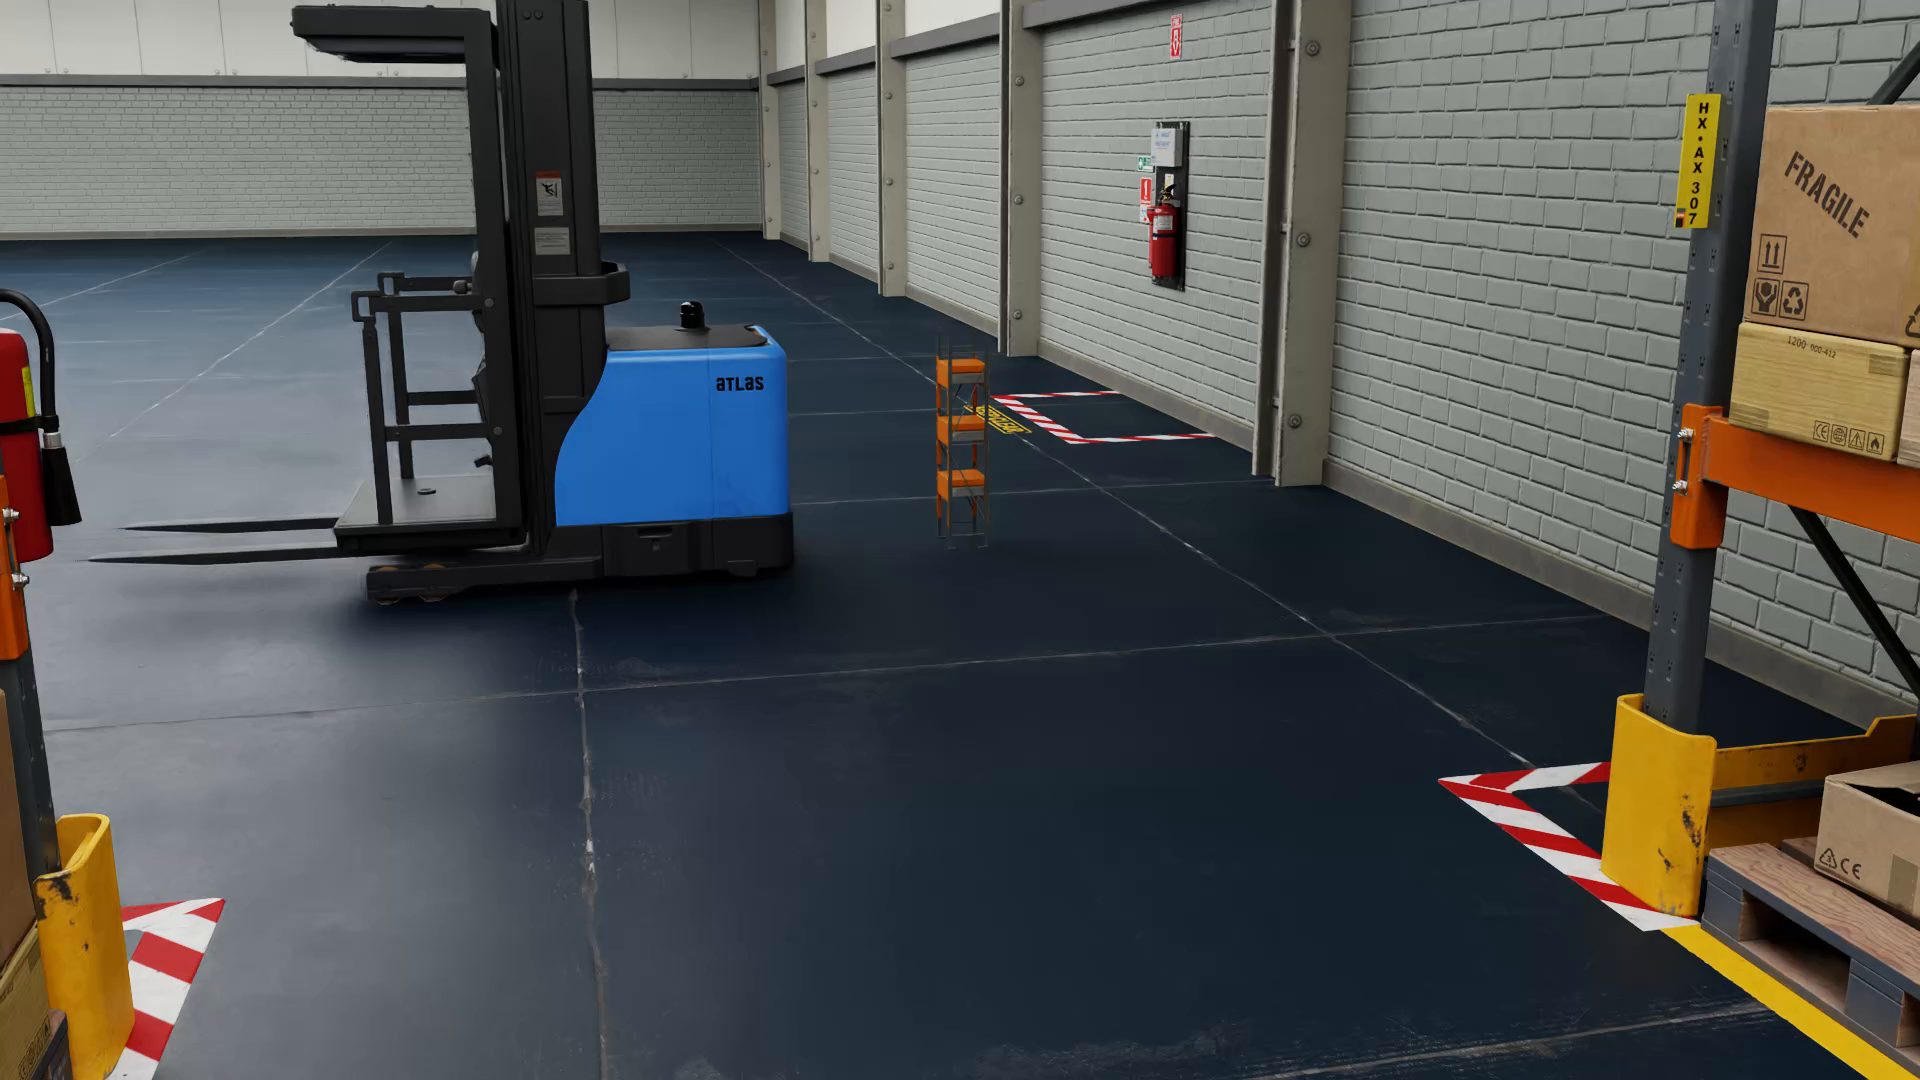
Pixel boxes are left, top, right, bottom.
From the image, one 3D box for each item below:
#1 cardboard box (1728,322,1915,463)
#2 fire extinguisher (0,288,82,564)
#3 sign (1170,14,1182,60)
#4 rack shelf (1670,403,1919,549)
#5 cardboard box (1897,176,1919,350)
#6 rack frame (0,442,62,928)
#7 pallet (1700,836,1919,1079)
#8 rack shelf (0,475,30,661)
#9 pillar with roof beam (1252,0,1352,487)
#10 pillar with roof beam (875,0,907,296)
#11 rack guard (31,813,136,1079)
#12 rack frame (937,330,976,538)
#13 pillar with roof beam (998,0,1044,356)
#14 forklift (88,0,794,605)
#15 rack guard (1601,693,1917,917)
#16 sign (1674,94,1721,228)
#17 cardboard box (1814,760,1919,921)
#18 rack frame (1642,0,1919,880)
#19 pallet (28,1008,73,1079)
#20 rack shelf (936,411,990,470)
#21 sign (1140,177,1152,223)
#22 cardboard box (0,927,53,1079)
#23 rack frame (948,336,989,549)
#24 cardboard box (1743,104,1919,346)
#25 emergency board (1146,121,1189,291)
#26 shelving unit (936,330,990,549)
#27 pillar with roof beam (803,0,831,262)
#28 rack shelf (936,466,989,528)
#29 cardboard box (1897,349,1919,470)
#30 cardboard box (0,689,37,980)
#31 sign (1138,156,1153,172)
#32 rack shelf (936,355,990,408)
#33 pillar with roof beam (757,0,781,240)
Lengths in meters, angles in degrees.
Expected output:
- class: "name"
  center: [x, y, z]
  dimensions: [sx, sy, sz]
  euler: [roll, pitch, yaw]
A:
- class: "cardboard box"
  center: [2.173, -0.359, 3.851]
  dimensions: [0.500, 0.250, 0.500]
  euler: [-4, 14, -15]
- class: "fire extinguisher"
  center: [-2.024, -0.291, 3.462]
  dimensions: [0.296, 0.674, 0.183]
  euler: [-3, 14, -13]
- class: "sign"
  center: [1.515, -3.529, 11.668]
  dimensions: [0.001, 0.298, 0.199]
  euler: [-3, 14, -13]
- class: "rack shelf"
  center: [2.837, 0.258, 2.565]
  dimensions: [1.077, 0.370, 4.000]
  euler: [-3, 14, -13]
- class: "cardboard box"
  center: [2.293, -0.612, 3.307]
  dimensions: [0.500, 0.500, 0.500]
  euler: [-3, 14, -13]
- class: "rack frame"
  center: [-2.447, -0.276, 3.235]
  dimensions: [1.000, 3.000, 0.127]
  euler: [-3, 14, -13]
- class: "pallet"
  center: [2.541, 1.009, 3.853]
  dimensions: [1.003, 0.211, 1.213]
  euler: [-3, 14, -13]
- class: "rack shelf"
  center: [-1.978, 0.535, 1.432]
  dimensions: [1.077, 0.370, 4.000]
  euler: [-3, 14, -13]
- class: "pillar with roof beam"
  center: [-2.222, -4.498, 7.876]
  dimensions: [9.100, 9.000, 0.400]
  euler: [-3, 14, -13]
- class: "pillar with roof beam"
  center: [-5.040, -7.266, 19.207]
  dimensions: [9.100, 9.000, 0.400]
  euler: [-3, 14, -13]
- class: "rack guard"
  center: [-2.453, 0.933, 3.554]
  dimensions: [1.175, 0.500, 0.348]
  euler: [-3, 14, -13]
- class: "rack frame"
  center: [-0.016, -0.526, 8.367]
  dimensions: [0.200, 1.050, 0.008]
  euler: [-3, 14, -13]
- class: "pillar with roof beam"
  center: [-3.631, -5.882, 13.542]
  dimensions: [9.100, 9.000, 0.400]
  euler: [-3, 14, -13]
- class: "forklift"
  center: [-2.343, -1.278, 7.482]
  dimensions: [3.031, 2.935, 1.130]
  euler: [-3, 14, -12]
- class: "rack guard"
  center: [2.385, 0.679, 4.593]
  dimensions: [1.175, 0.500, 0.348]
  euler: [-3, 14, -13]
- class: "sign"
  center: [1.840, -0.943, 4.142]
  dimensions: [0.100, 0.325, 0.005]
  euler: [-3, 14, -13]
- class: "cardboard box"
  center: [2.442, 0.704, 3.962]
  dimensions: [0.500, 0.311, 0.500]
  euler: [-5, 15, -20]
- class: "rack frame"
  center: [2.367, -0.553, 4.369]
  dimensions: [1.000, 3.000, 0.127]
  euler: [-3, 14, -13]
- class: "pallet"
  center: [-2.227, 1.253, 2.853]
  dimensions: [1.003, 0.211, 1.213]
  euler: [-3, 14, -13]
- class: "rack shelf"
  center: [0.013, -0.487, 8.254]
  dimensions: [0.215, 0.259, 0.240]
  euler: [-3, 14, -13]
- class: "sign"
  center: [1.390, -2.546, 12.454]
  dimensions: [0.001, 0.329, 0.234]
  euler: [-3, 14, -13]
- class: "cardboard box"
  center: [-2.034, 0.963, 3.072]
  dimensions: [0.500, 0.250, 0.500]
  euler: [-3, 14, -13]
- class: "rack frame"
  center: [0.041, -0.470, 8.137]
  dimensions: [0.200, 1.050, 0.008]
  euler: [-3, 14, -13]
- class: "cardboard box"
  center: [2.187, -0.727, 3.776]
  dimensions: [0.500, 0.500, 0.500]
  euler: [-3, 14, -13]
- class: "emergency board"
  center: [1.420, -2.396, 11.913]
  dimensions: [0.194, 1.169, 0.643]
  euler: [-3, 14, -13]
- class: "shelving unit"
  center: [0.013, -0.498, 8.252]
  dimensions: [0.215, 1.050, 0.252]
  euler: [-3, 14, -13]
- class: "pillar with roof beam"
  center: [-6.449, -8.650, 24.873]
  dimensions: [9.100, 9.000, 0.400]
  euler: [-3, 14, -13]
- class: "rack shelf"
  center: [0.013, -0.217, 8.320]
  dimensions: [0.215, 0.259, 0.240]
  euler: [-3, 14, -13]
- class: "cardboard box"
  center: [2.309, -0.240, 3.364]
  dimensions: [0.500, 0.250, 0.500]
  euler: [-4, 14, -15]
- class: "cardboard box"
  center: [-2.032, 0.599, 2.984]
  dimensions: [0.500, 0.500, 0.500]
  euler: [-3, 14, -13]
- class: "sign"
  center: [1.383, -2.802, 12.385]
  dimensions: [0.001, 0.109, 0.331]
  euler: [-3, 14, -13]
- class: "rack shelf"
  center: [0.013, -0.763, 8.187]
  dimensions: [0.215, 0.259, 0.240]
  euler: [-3, 14, -13]
- class: "pillar with roof beam"
  center: [-7.858, -10.034, 30.539]
  dimensions: [9.100, 9.000, 0.400]
  euler: [-3, 14, -13]
